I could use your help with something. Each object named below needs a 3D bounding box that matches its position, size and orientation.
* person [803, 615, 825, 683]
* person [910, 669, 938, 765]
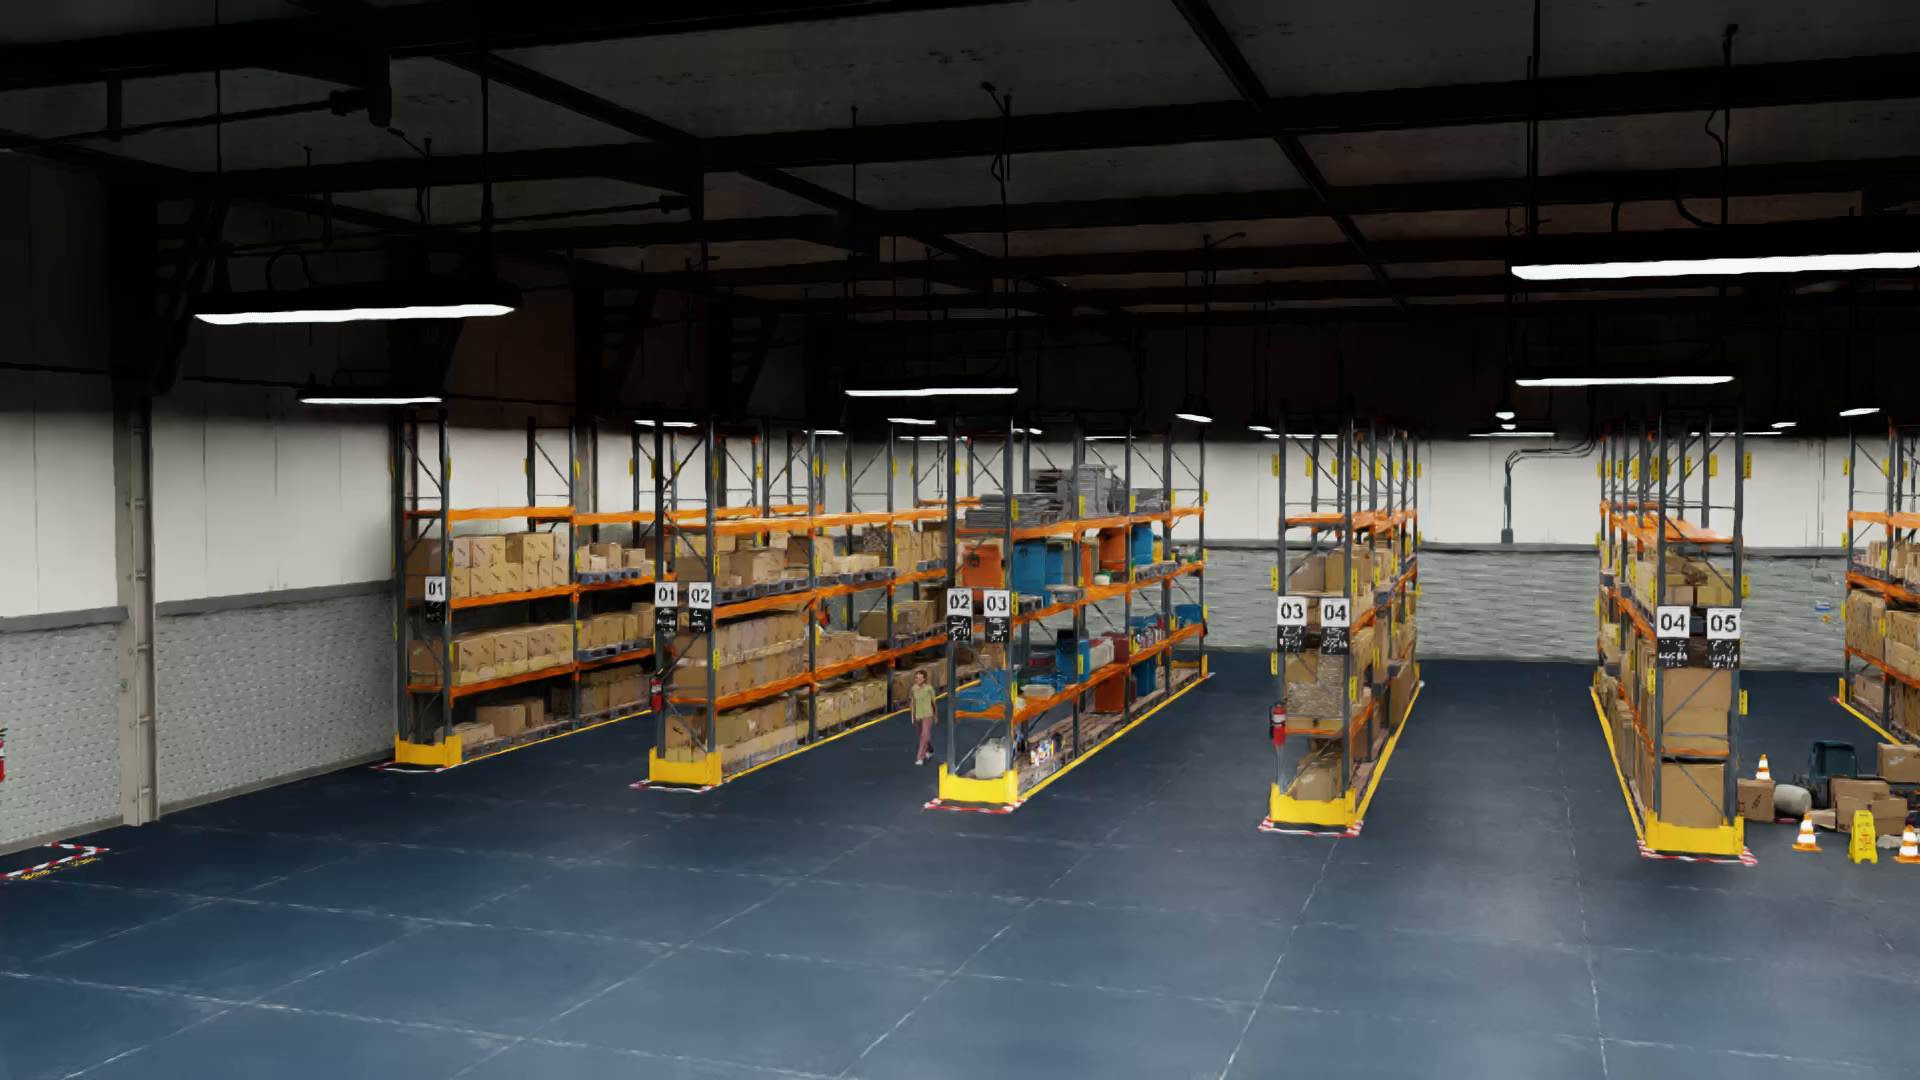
[{"bbox_3d":[-3.391,2.537,38.670,0.639,1.632,0.512,1,3,16],"label":"person"},{"bbox_3d":[-0.640,2.976,28.280,0.448,1.590,1.031,1,3,21],"label":"person"}]
